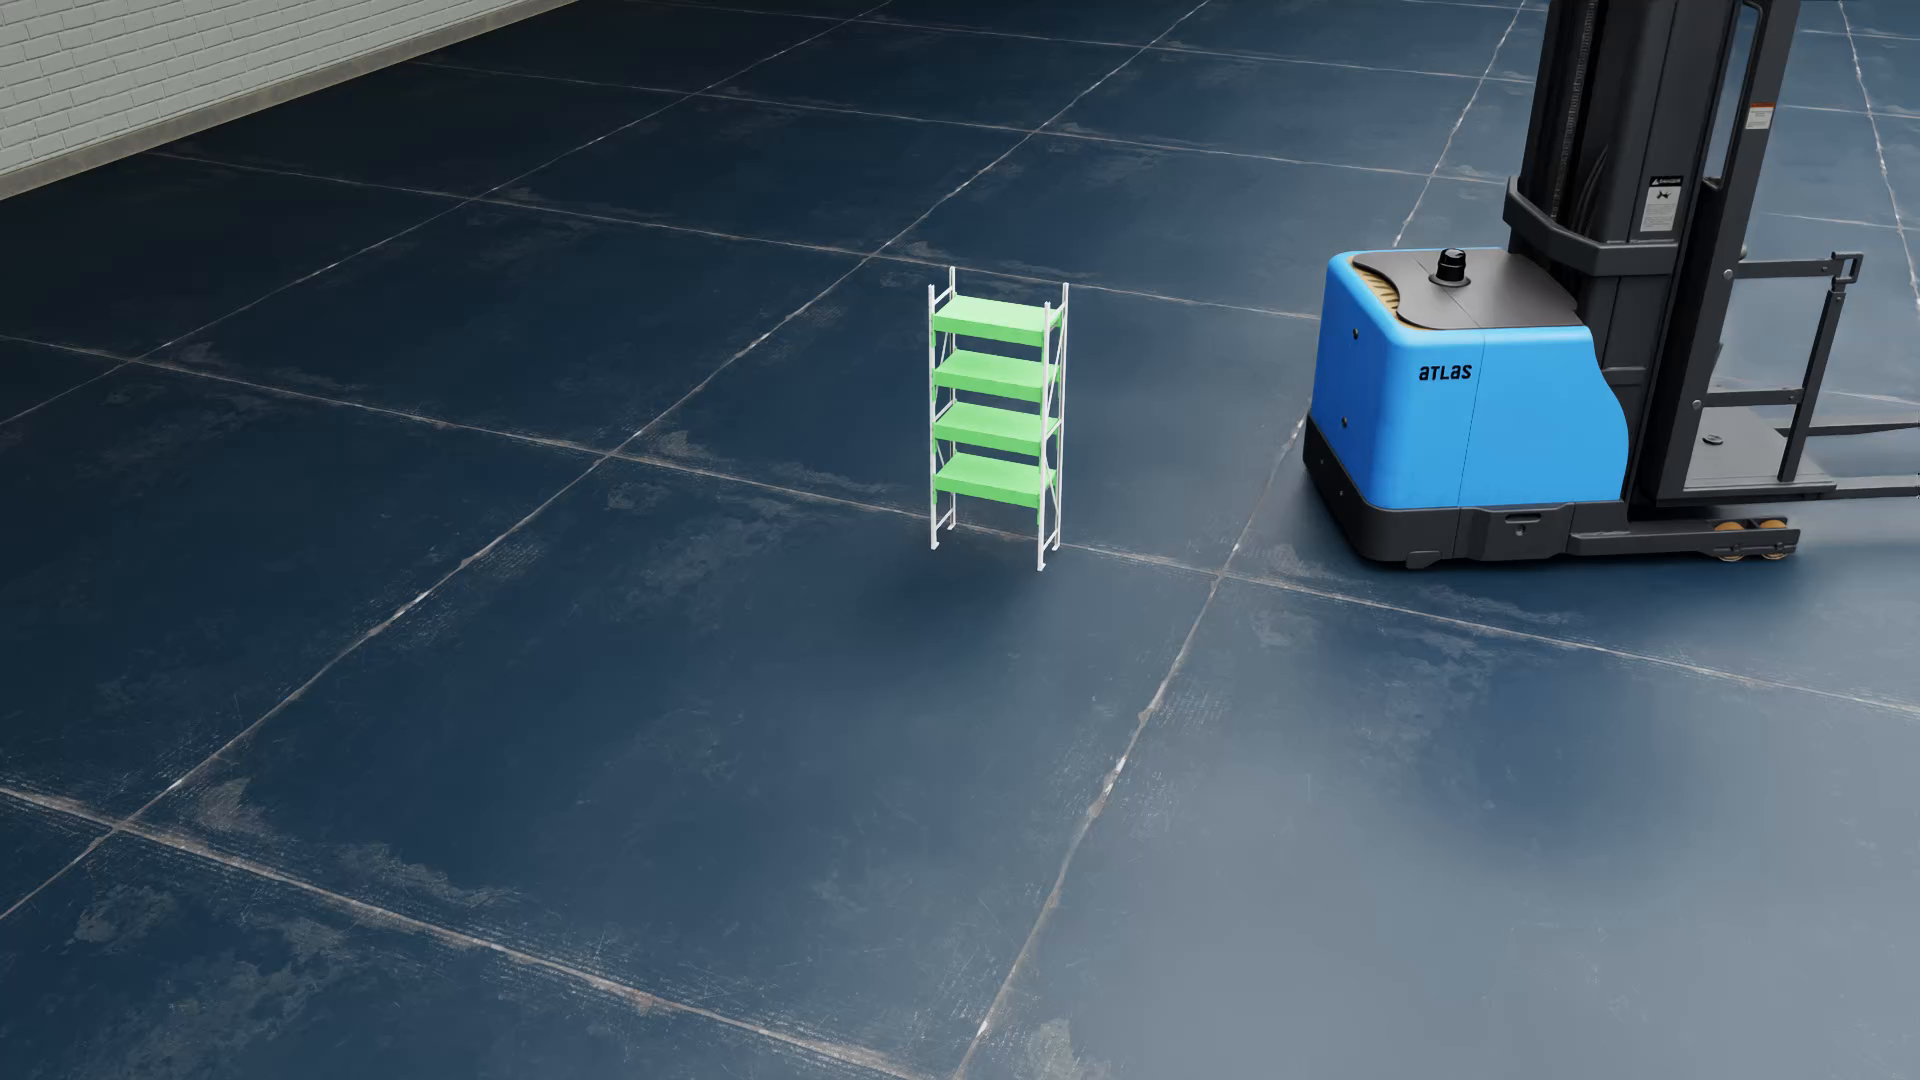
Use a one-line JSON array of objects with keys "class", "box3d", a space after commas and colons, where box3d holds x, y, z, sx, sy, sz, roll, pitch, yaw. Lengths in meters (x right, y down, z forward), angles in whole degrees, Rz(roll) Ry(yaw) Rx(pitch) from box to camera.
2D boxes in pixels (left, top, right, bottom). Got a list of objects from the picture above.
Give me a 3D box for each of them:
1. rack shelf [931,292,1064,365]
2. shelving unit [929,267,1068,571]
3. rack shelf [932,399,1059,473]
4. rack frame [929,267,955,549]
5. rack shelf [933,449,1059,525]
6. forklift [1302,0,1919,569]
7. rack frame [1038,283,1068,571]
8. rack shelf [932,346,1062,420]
[{"class": "rack shelf", "box3d": [0.153, -0.854, 6.696, 0.480, 0.148, 0.258, 11, 31, 19]}, {"class": "shelving unit", "box3d": [0.153, -0.492, 6.901, 0.503, 1.200, 0.258, 11, 31, 19]}, {"class": "rack shelf", "box3d": [0.153, -0.436, 6.932, 0.480, 0.148, 0.258, 11, 31, 19]}, {"class": "rack frame", "box3d": [-0.073, -0.537, 6.980, 0.015, 1.200, 0.240, 11, 31, 19]}, {"class": "rack shelf", "box3d": [0.153, -0.227, 7.050, 0.480, 0.148, 0.258, 11, 31, 19]}, {"class": "forklift", "box3d": [3.146, -1.441, 6.821, 3.031, 2.935, 1.130, -3, 30, -4]}, {"class": "rack frame", "box3d": [0.379, -0.447, 6.821, 0.015, 1.200, 0.240, 11, 31, 19]}, {"class": "rack shelf", "box3d": [0.153, -0.645, 6.814, 0.480, 0.148, 0.258, 11, 31, 19]}]
